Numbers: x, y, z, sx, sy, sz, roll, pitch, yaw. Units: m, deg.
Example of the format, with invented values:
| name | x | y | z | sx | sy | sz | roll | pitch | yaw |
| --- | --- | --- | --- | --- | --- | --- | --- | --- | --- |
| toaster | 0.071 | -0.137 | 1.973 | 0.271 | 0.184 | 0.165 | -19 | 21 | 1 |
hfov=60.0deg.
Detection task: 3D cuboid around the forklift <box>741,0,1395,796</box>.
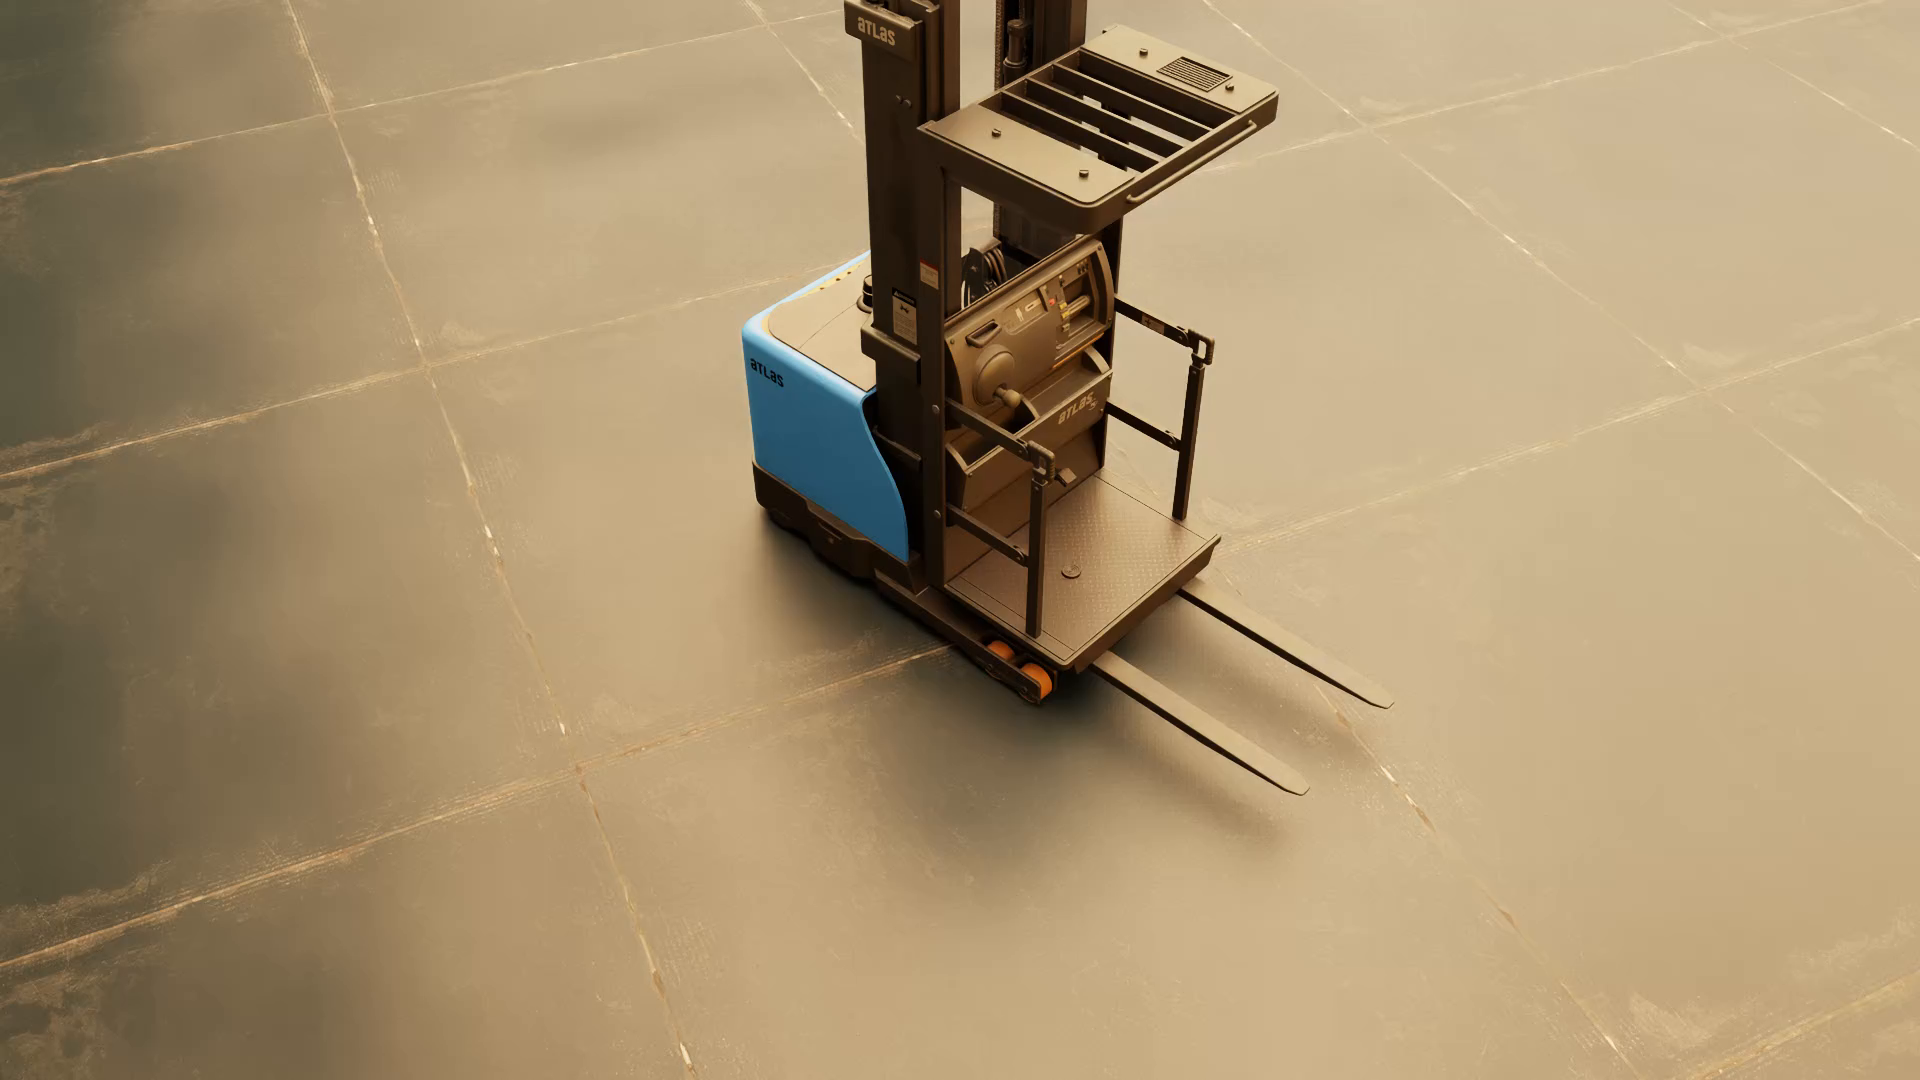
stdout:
| name | x | y | z | sx | sy | sz | roll | pitch | yaw |
| --- | --- | --- | --- | --- | --- | --- | --- | --- | --- |
| forklift | 0.445 | -0.788 | 6.525 | 3.031 | 2.935 | 1.130 | 32 | 52 | 30 |
